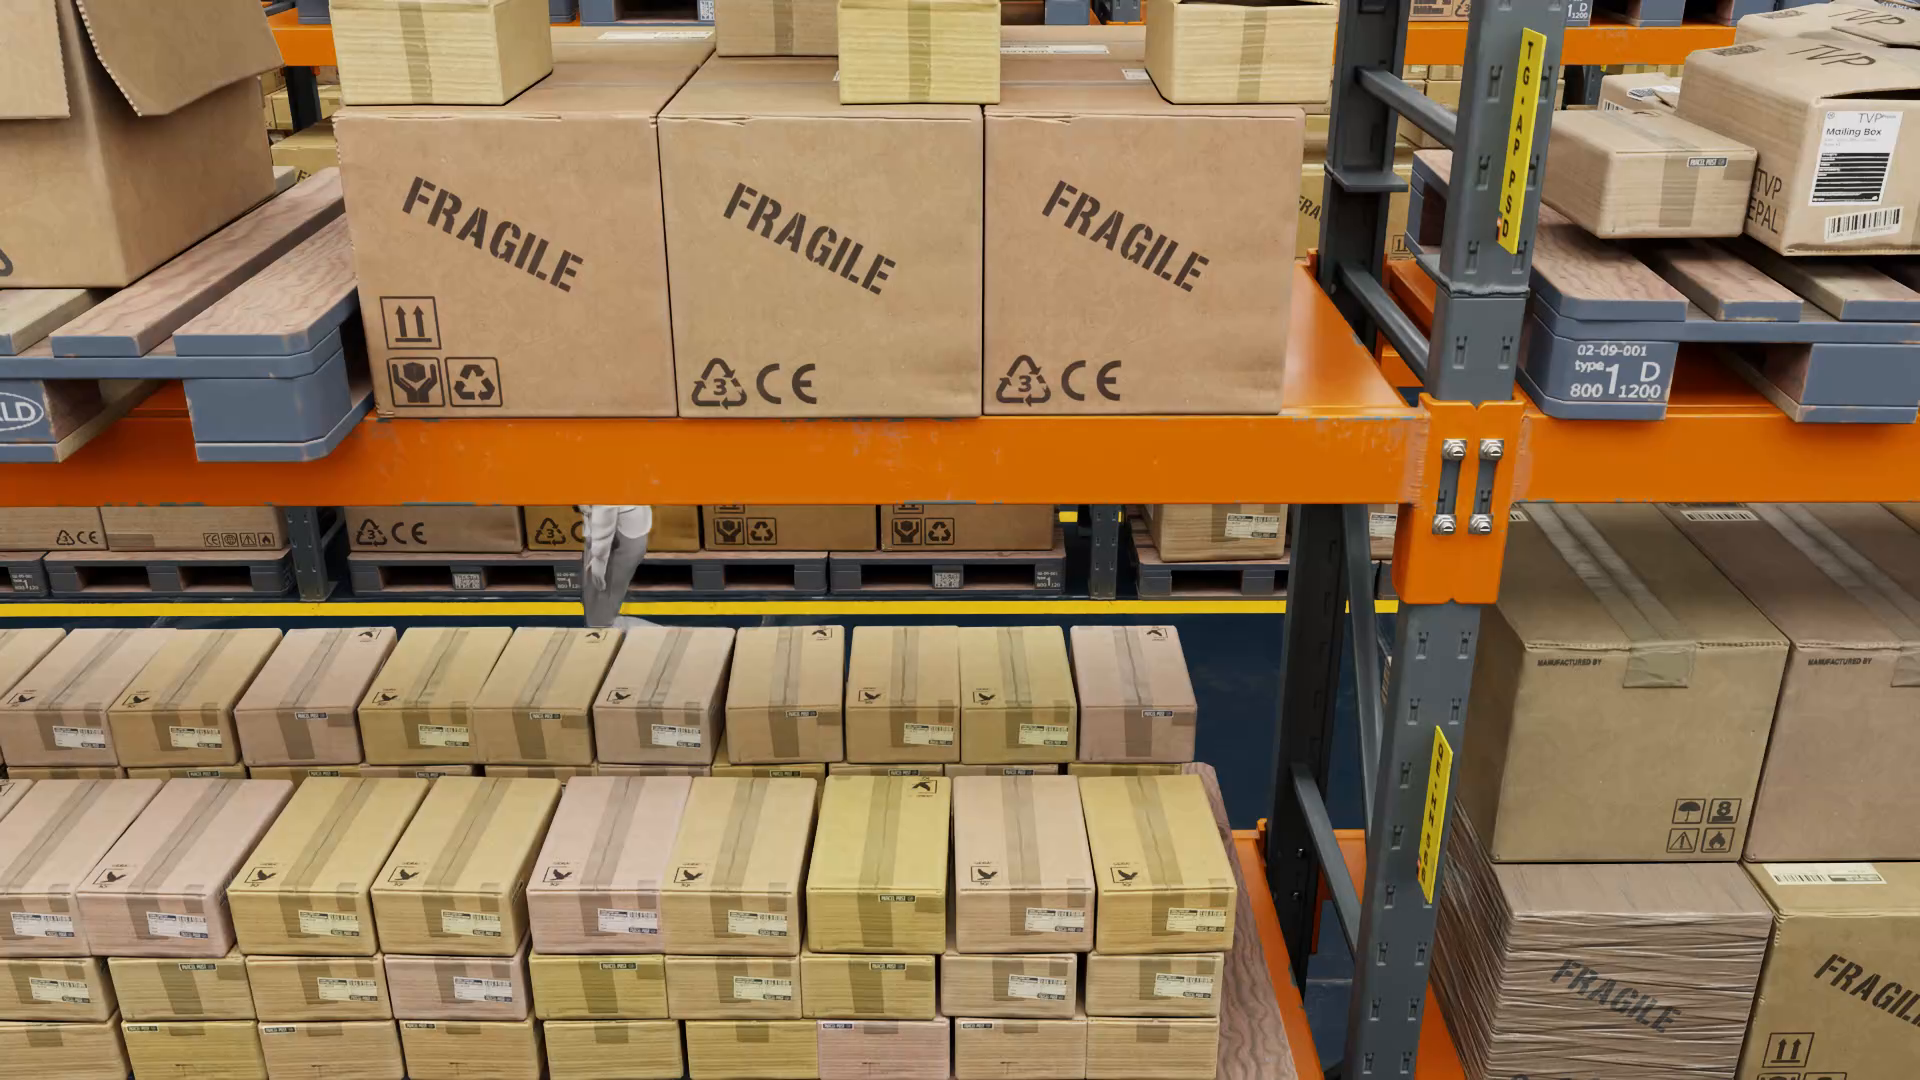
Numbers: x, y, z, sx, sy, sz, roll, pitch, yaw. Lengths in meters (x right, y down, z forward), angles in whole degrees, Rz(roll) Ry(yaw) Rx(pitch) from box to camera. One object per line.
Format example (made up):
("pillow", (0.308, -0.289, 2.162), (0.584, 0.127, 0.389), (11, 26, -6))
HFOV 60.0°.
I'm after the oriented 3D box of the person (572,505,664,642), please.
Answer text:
("person", (-1.424, -0.025, 7.088), (0.641, 1.660, 0.492), (-3, 24, -6))
